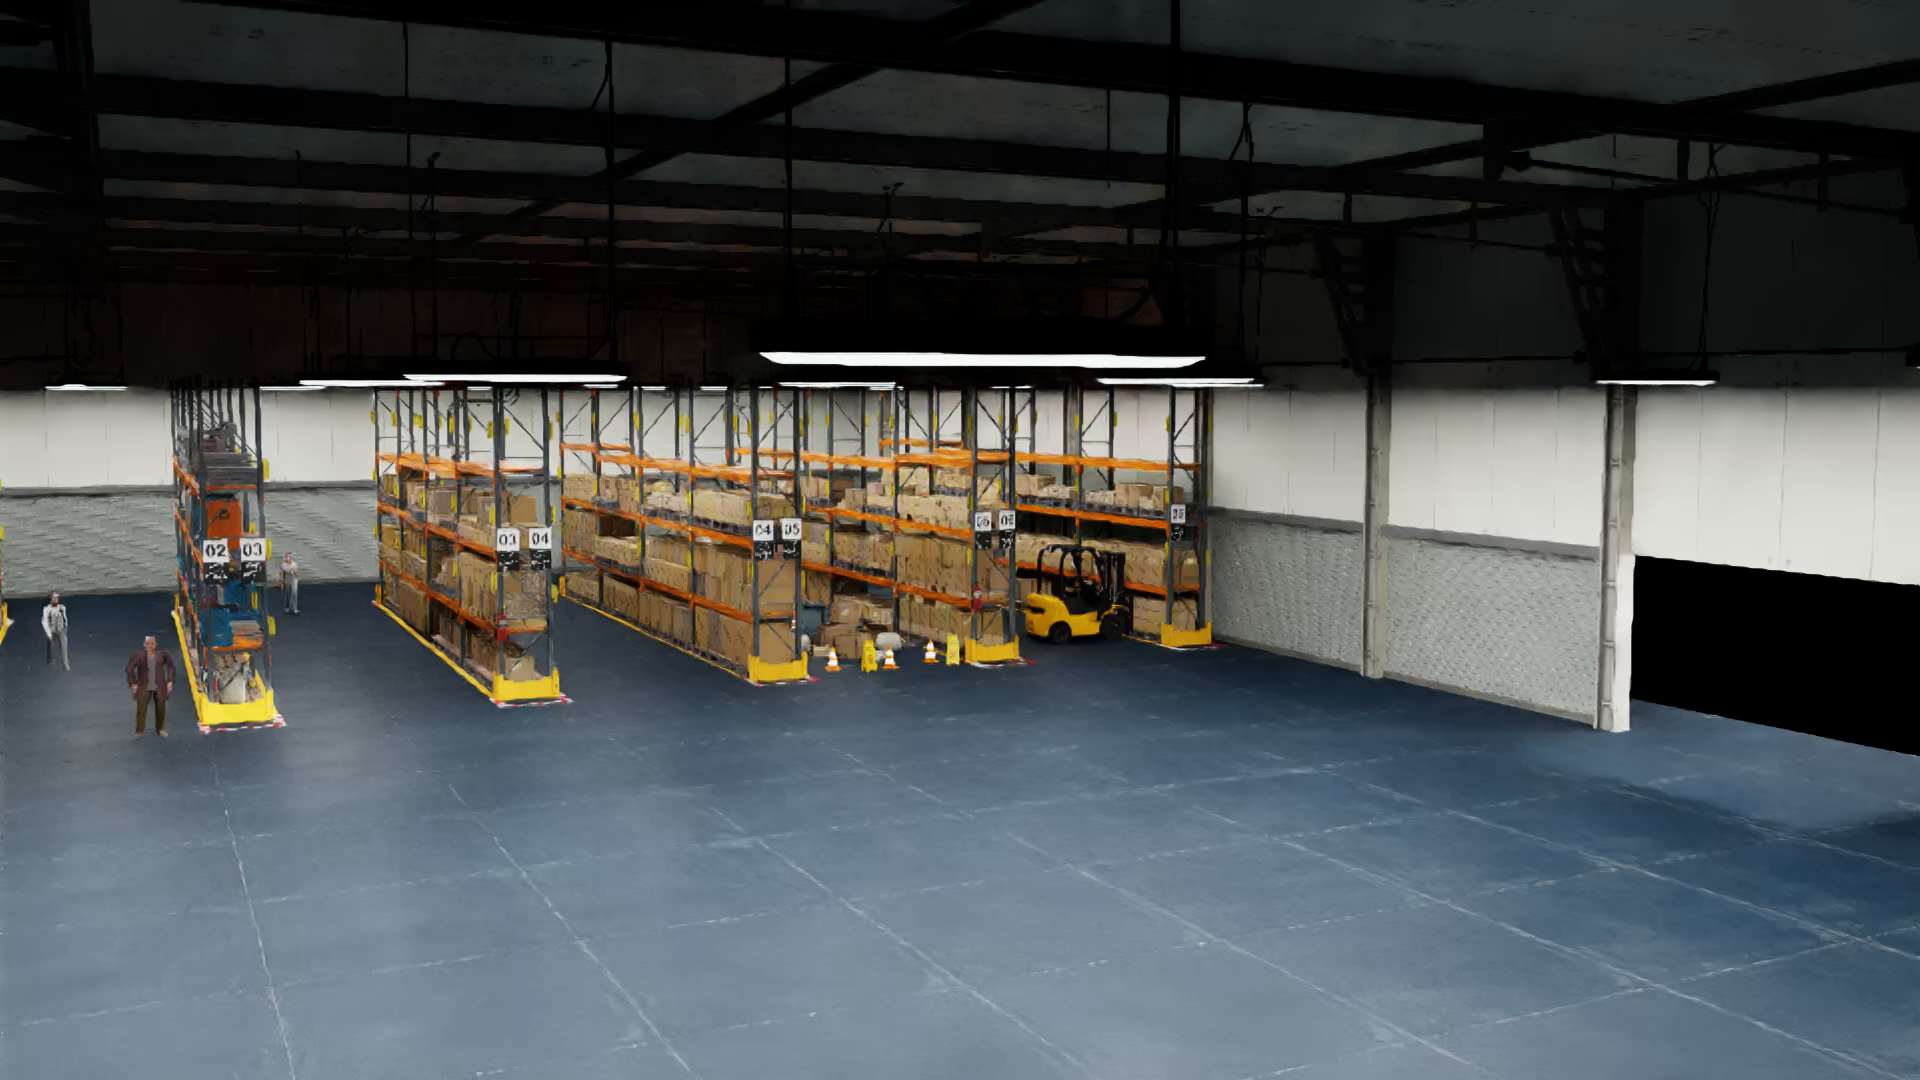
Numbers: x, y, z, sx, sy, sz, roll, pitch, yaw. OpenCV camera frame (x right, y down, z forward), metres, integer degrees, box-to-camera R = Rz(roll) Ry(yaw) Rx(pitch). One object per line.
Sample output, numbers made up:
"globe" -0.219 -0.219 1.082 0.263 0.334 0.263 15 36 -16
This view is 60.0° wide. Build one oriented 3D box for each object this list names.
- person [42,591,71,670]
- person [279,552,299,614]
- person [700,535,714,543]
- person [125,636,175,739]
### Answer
"person" -18.628 1.853 34.236 0.483 1.621 0.994 -4 6 -35
"person" -17.344 1.094 42.966 0.446 1.590 1.110 -2 6 -24
"person" -8.031 0.103 53.105 0.702 1.779 0.459 3 6 28
"person" -13.374 2.421 27.487 0.729 1.733 0.546 -3 6 -28
